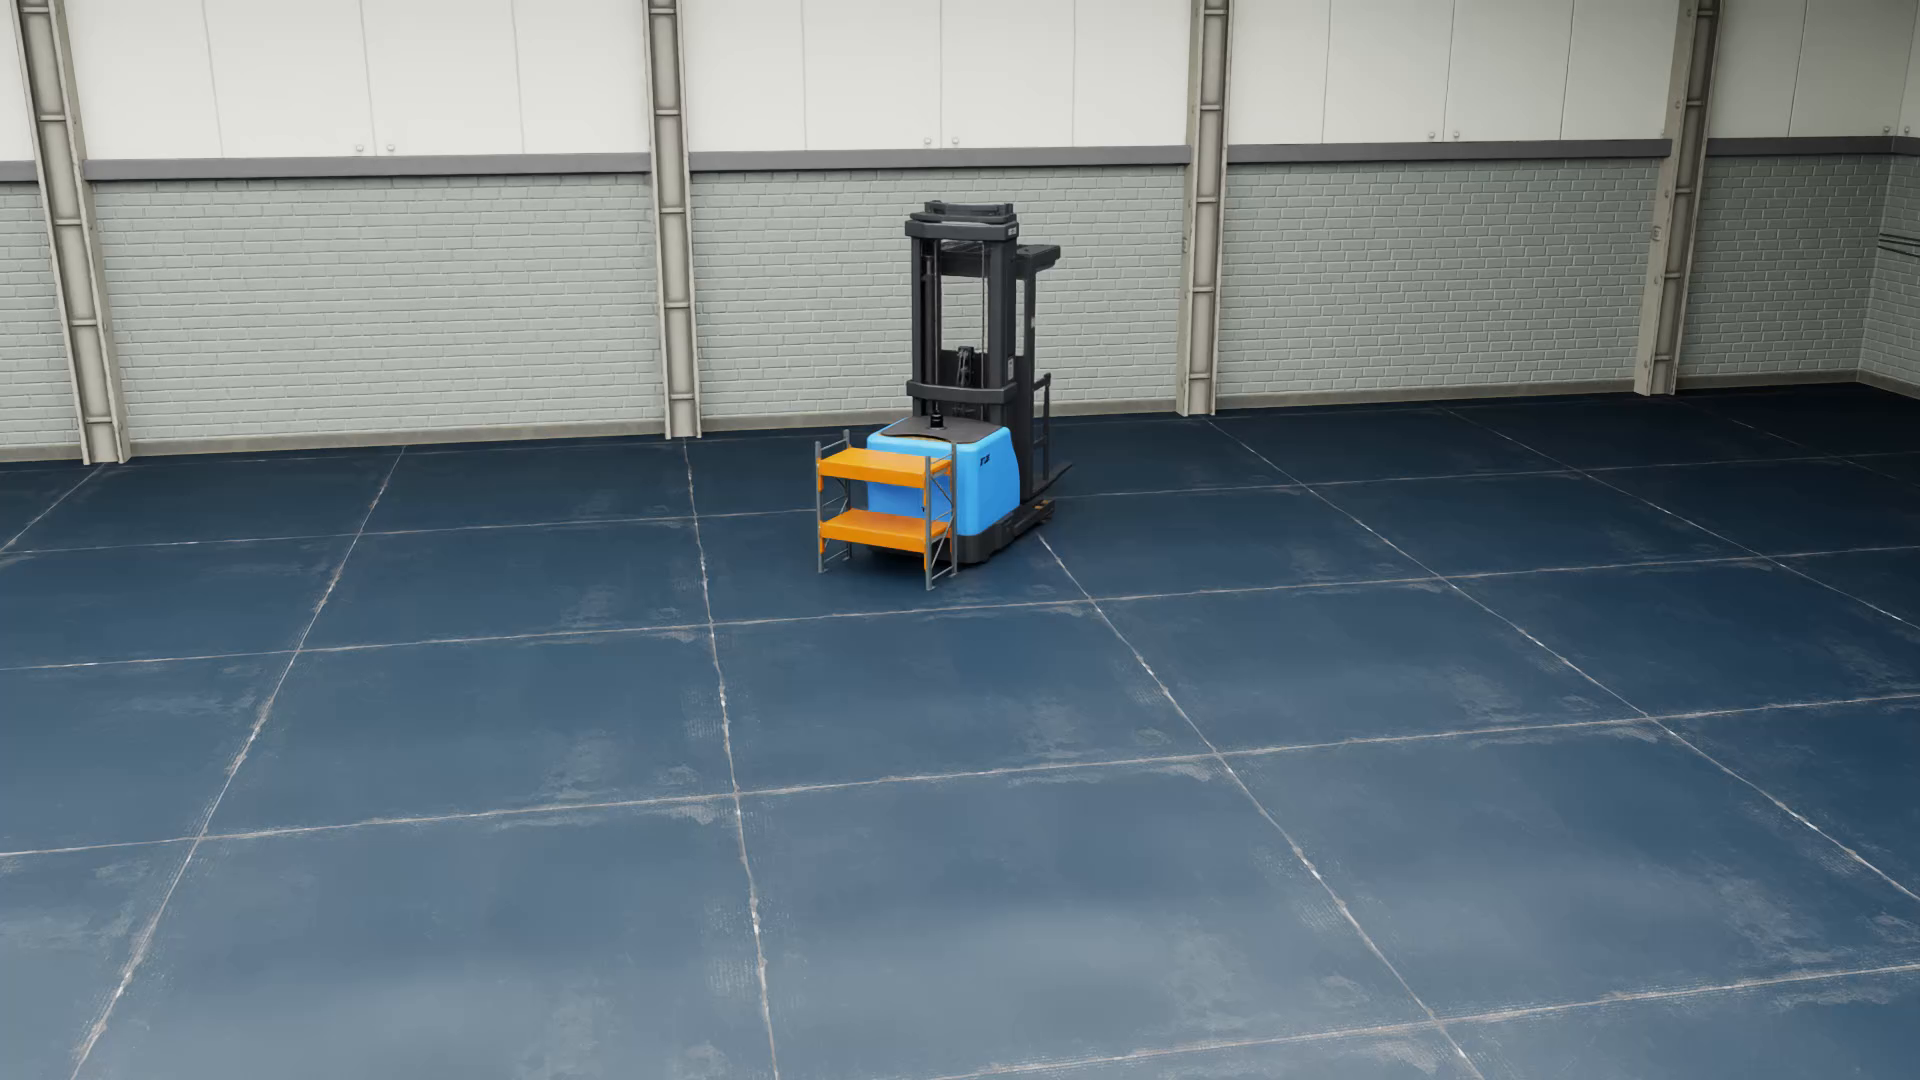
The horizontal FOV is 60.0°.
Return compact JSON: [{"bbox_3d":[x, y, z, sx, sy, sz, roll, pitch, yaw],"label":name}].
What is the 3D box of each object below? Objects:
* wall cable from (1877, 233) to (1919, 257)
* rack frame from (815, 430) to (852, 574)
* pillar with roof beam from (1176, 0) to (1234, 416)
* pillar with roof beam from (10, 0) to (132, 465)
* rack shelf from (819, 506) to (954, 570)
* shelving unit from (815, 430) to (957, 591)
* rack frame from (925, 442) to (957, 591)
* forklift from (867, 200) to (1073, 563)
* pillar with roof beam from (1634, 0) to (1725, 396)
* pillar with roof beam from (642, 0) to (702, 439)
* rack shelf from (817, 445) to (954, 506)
[{"bbox_3d":[11.825,-4.445,19.245,0.112,2.526,3.097,-3,17,-10],"label":"wall cable"},{"bbox_3d":[-1.058,-0.325,13.952,0.032,1.125,0.500,8,19,26],"label":"rack frame"},{"bbox_3d":[3.607,-4.571,14.367,0.400,9.000,9.100,-3,17,-10],"label":"pillar with roof beam"},{"bbox_3d":[-8.175,-3.902,12.191,0.400,9.000,9.100,-3,17,-10],"label":"pillar with roof beam"},{"bbox_3d":[-0.604,-0.024,13.806,1.000,0.278,0.538,8,19,26],"label":"rack shelf"},{"bbox_3d":[-0.605,-0.258,13.733,1.048,1.125,0.538,8,19,26],"label":"shelving unit"},{"bbox_3d":[-0.151,-0.191,13.514,0.032,1.125,0.500,8,19,26],"label":"rack frame"},{"bbox_3d":[0.235,-1.597,15.019,1.130,2.935,3.031,7,18,22],"label":"forklift"},{"bbox_3d":[9.498,-4.905,15.455,0.400,9.000,9.100,-3,17,-10],"label":"pillar with roof beam"},{"bbox_3d":[-2.284,-4.237,13.279,0.400,9.000,9.100,-3,17,-10],"label":"pillar with roof beam"},{"bbox_3d":[-0.605,-0.538,13.647,1.000,0.278,0.538,8,19,26],"label":"rack shelf"}]
